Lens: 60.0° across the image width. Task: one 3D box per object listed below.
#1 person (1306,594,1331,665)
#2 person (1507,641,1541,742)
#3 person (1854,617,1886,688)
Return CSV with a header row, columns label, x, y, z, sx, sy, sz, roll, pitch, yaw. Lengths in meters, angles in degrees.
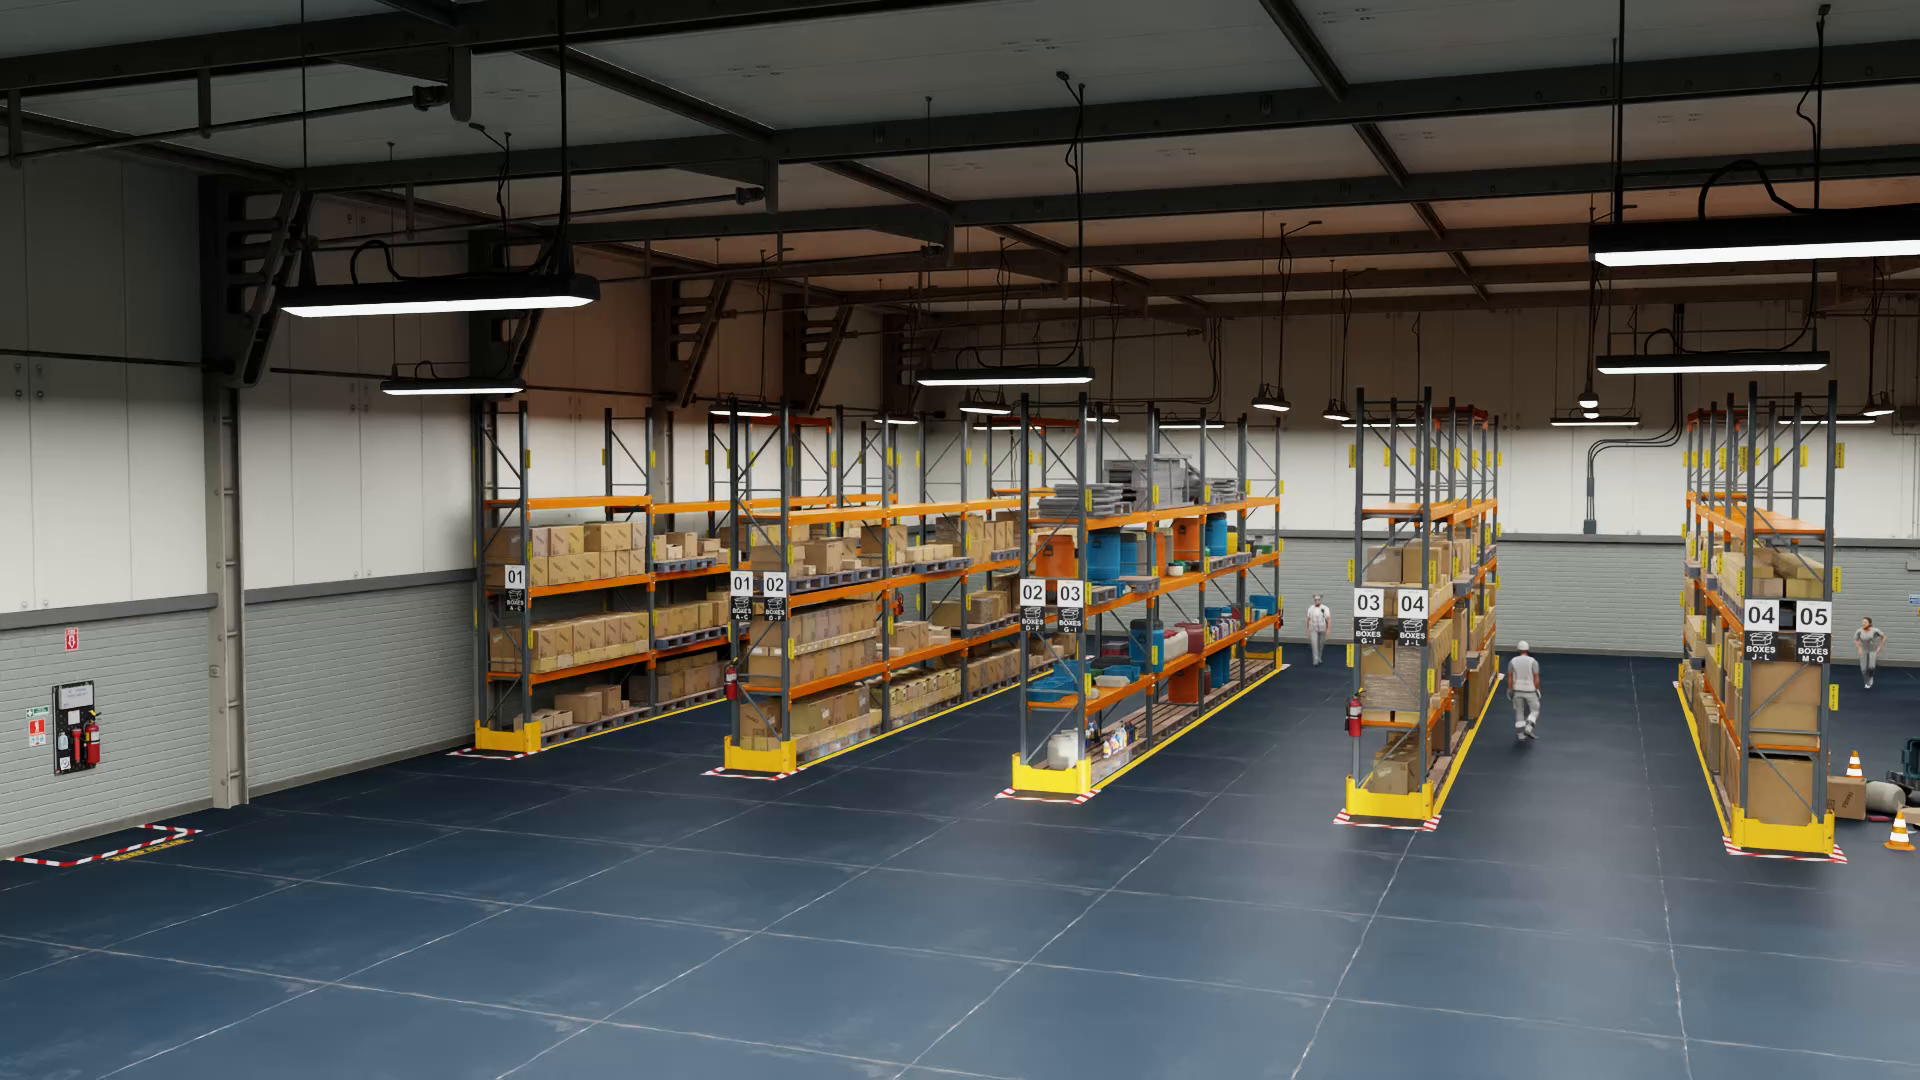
label,x,y,z,sx,sy,sz,roll,pitch,yaw
person,8.706,2.156,40.325,0.551,1.701,1.072,0,3,3
person,9.955,2.684,29.383,0.575,1.790,0.530,1,3,28
person,19.831,2.453,36.247,0.613,1.578,0.678,2,3,31
